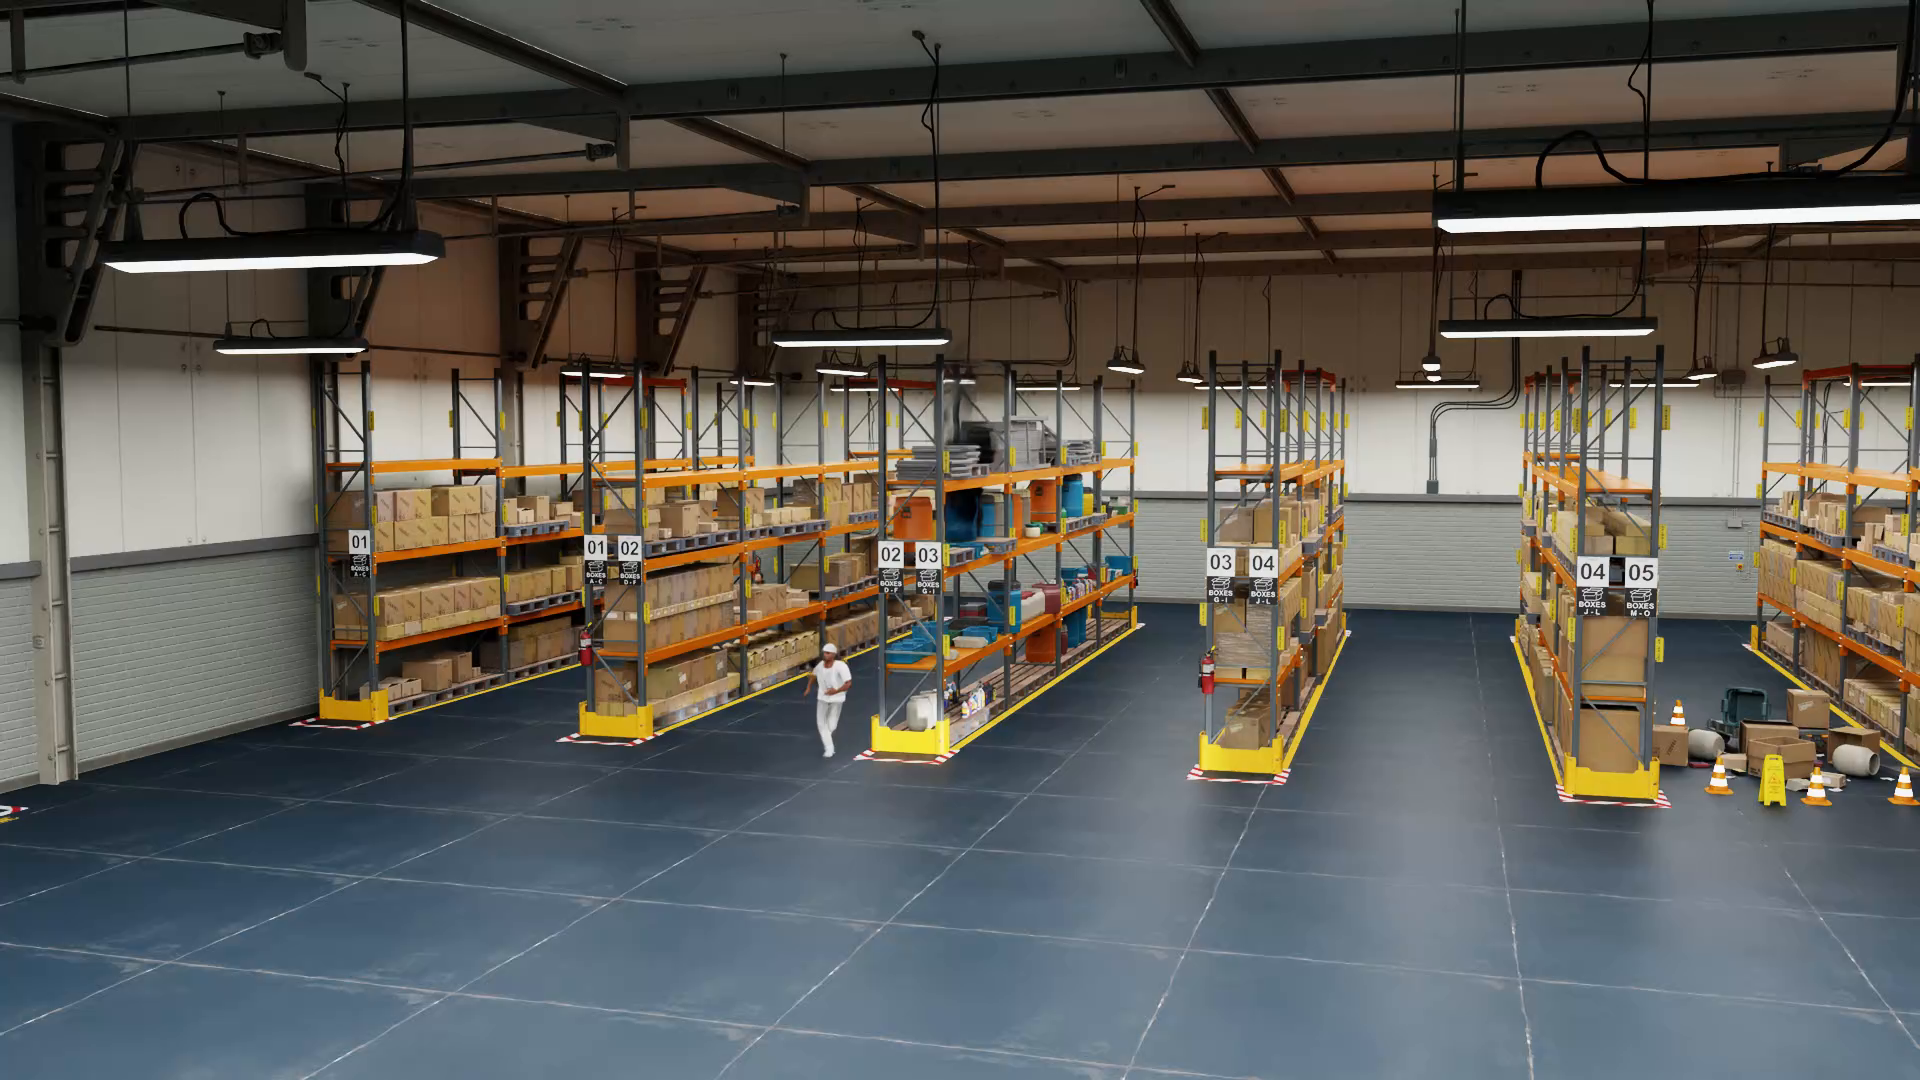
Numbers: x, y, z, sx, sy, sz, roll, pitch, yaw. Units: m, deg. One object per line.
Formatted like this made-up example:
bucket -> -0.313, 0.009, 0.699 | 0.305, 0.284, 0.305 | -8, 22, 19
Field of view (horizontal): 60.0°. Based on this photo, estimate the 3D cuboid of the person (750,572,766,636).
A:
person -> -4.410, 1.558, 36.571 | 0.562, 1.729, 0.762 | 1, 4, 8

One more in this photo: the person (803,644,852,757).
person -> -1.972, 2.397, 25.037 | 0.809, 1.721, 0.580 | 1, 4, 15
